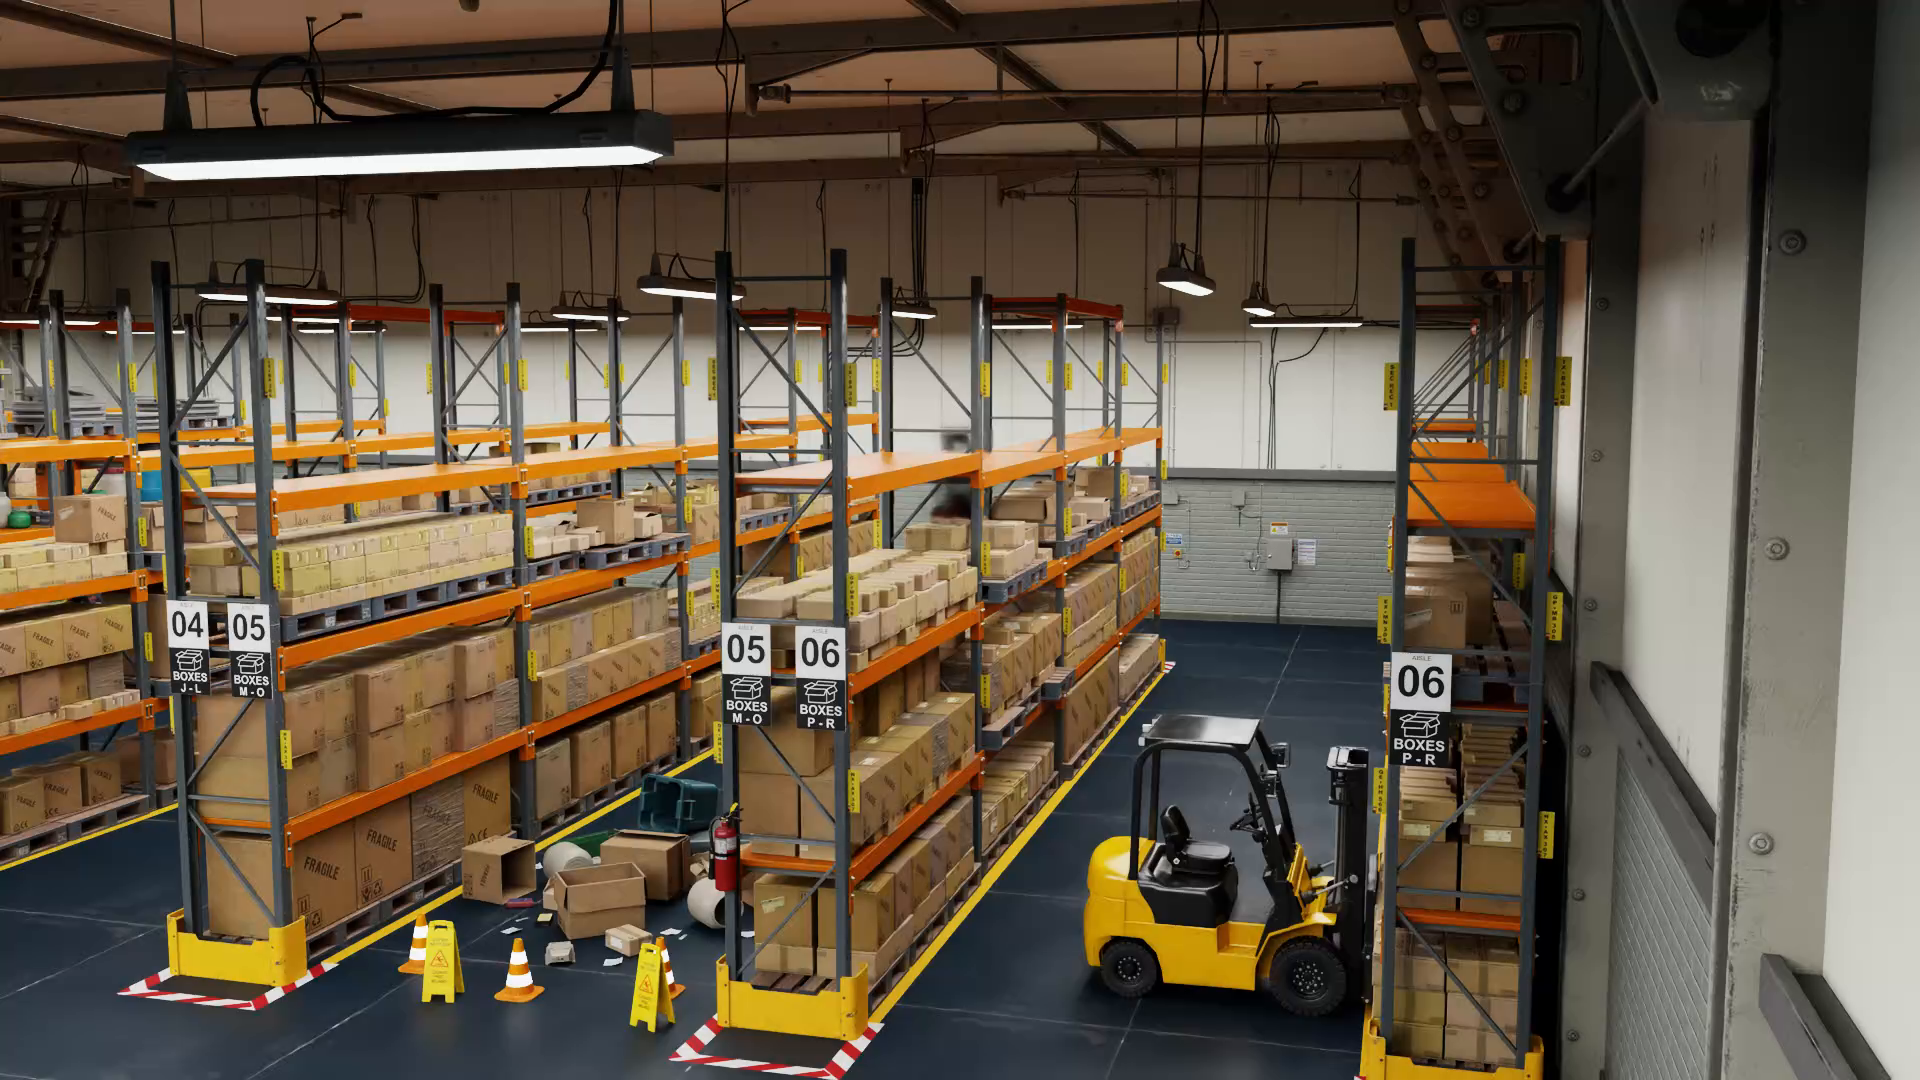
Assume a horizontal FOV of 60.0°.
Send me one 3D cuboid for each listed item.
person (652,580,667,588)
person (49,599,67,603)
[{"bbox_3d":[-4.724,1.540,26.038,0.633,1.851,0.785,1,6,12],"label":"person"},{"bbox_3d":[-15.342,1.351,28.039,0.636,1.699,0.636,0,6,4],"label":"person"}]
